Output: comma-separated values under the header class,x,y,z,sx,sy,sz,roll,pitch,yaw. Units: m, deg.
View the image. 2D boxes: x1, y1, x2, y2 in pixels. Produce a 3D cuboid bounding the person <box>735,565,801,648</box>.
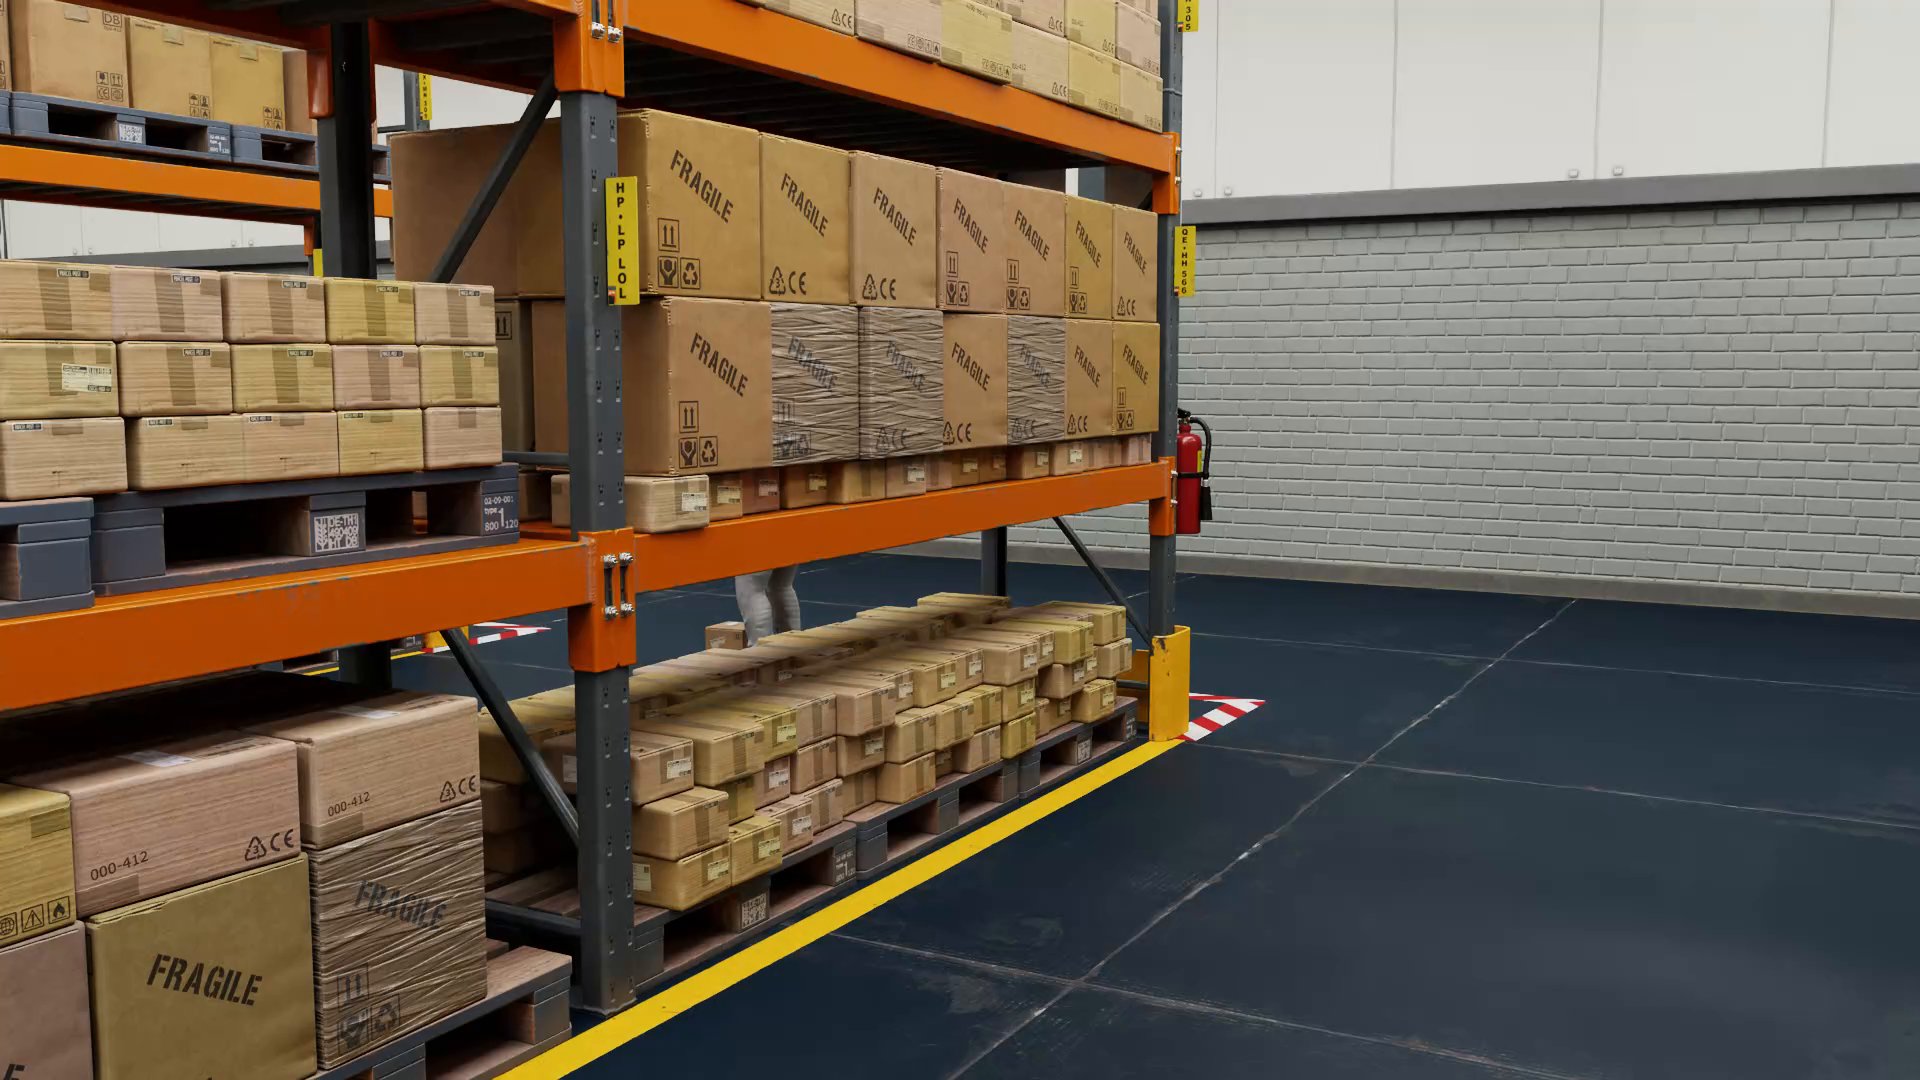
class,x,y,z,sx,sy,sz,roll,pitch,yaw
person,-1.110,-0.071,9.511,0.467,1.666,0.537,3,7,29
